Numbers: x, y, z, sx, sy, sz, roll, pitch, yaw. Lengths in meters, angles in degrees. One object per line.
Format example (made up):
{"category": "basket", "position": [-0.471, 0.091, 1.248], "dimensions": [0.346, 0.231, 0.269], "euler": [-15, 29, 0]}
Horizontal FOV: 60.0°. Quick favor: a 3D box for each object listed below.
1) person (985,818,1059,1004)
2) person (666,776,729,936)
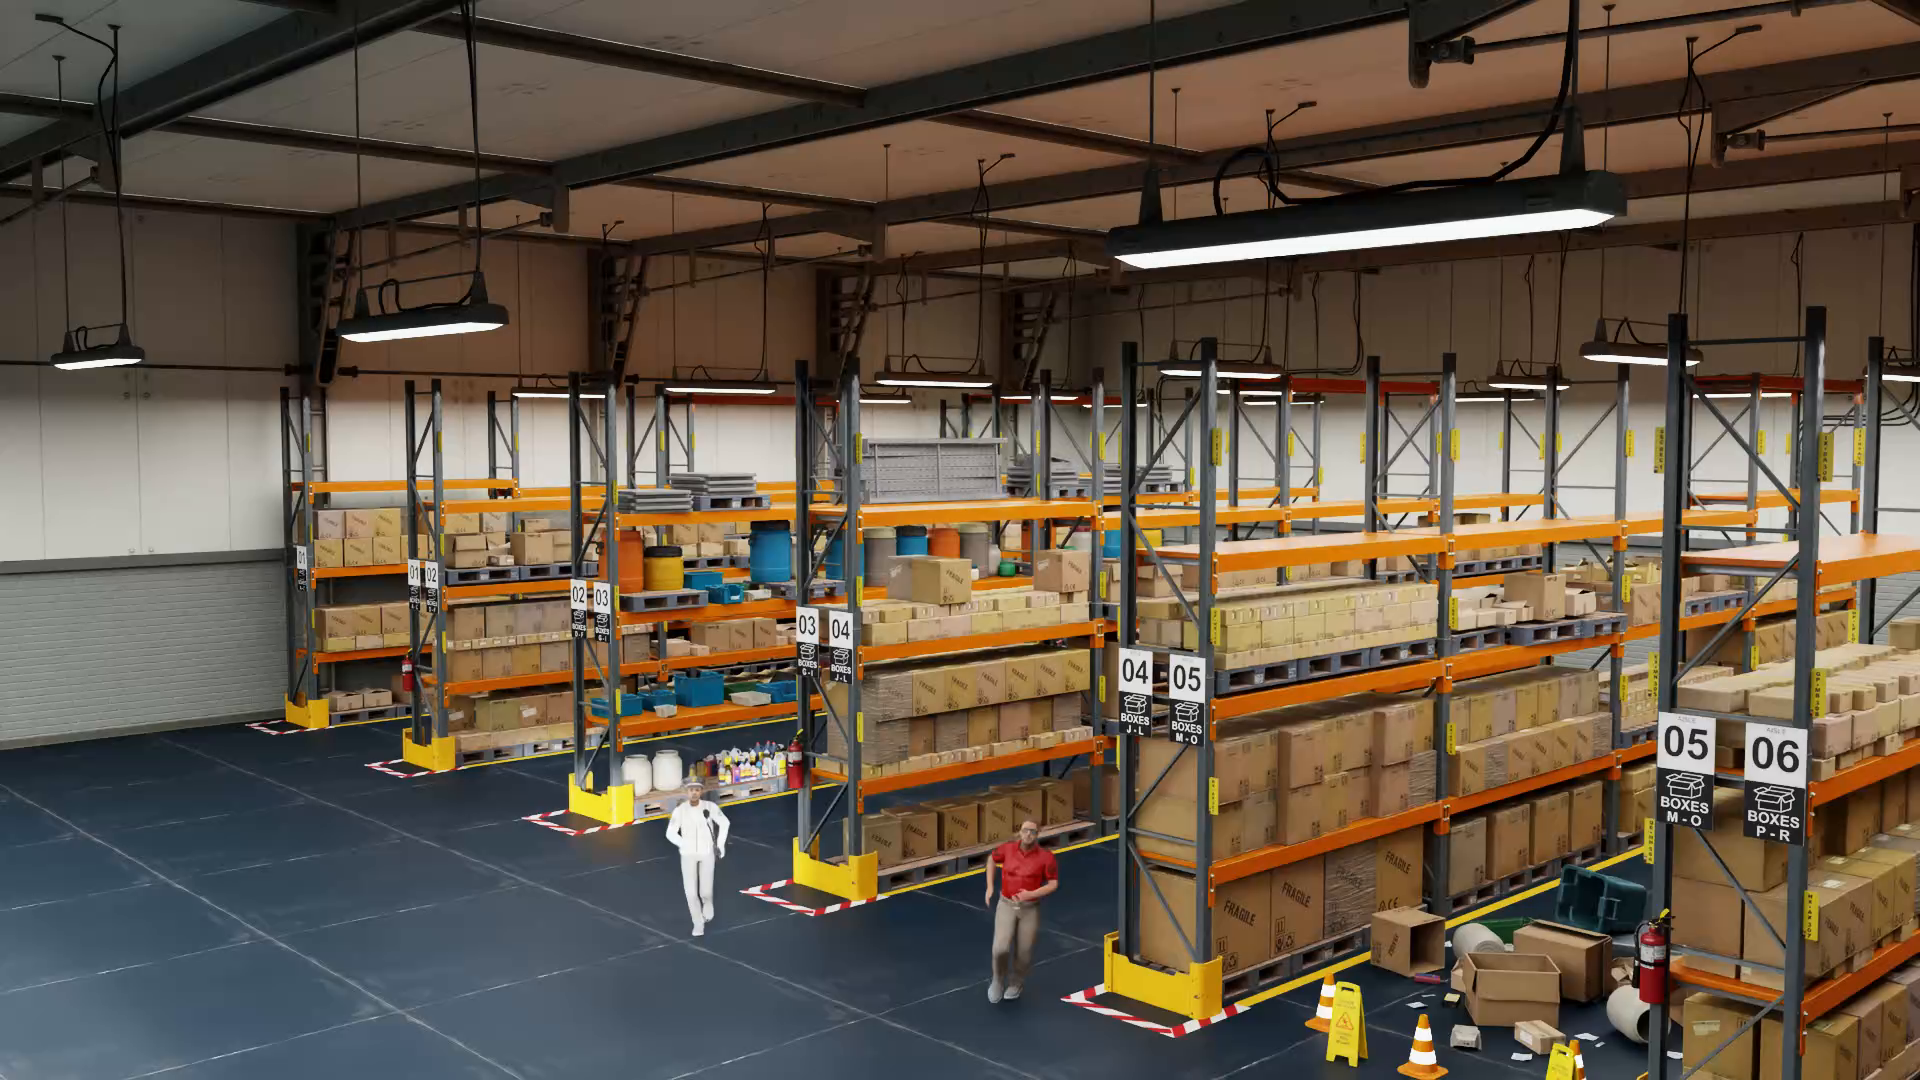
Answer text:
{"category": "person", "position": [0.558, 3.363, 15.048], "dimensions": [0.674, 1.688, 0.616], "euler": [0, 4, 5]}
{"category": "person", "position": [-2.705, 3.242, 17.133], "dimensions": [0.631, 1.653, 0.571], "euler": [0, 4, -4]}
